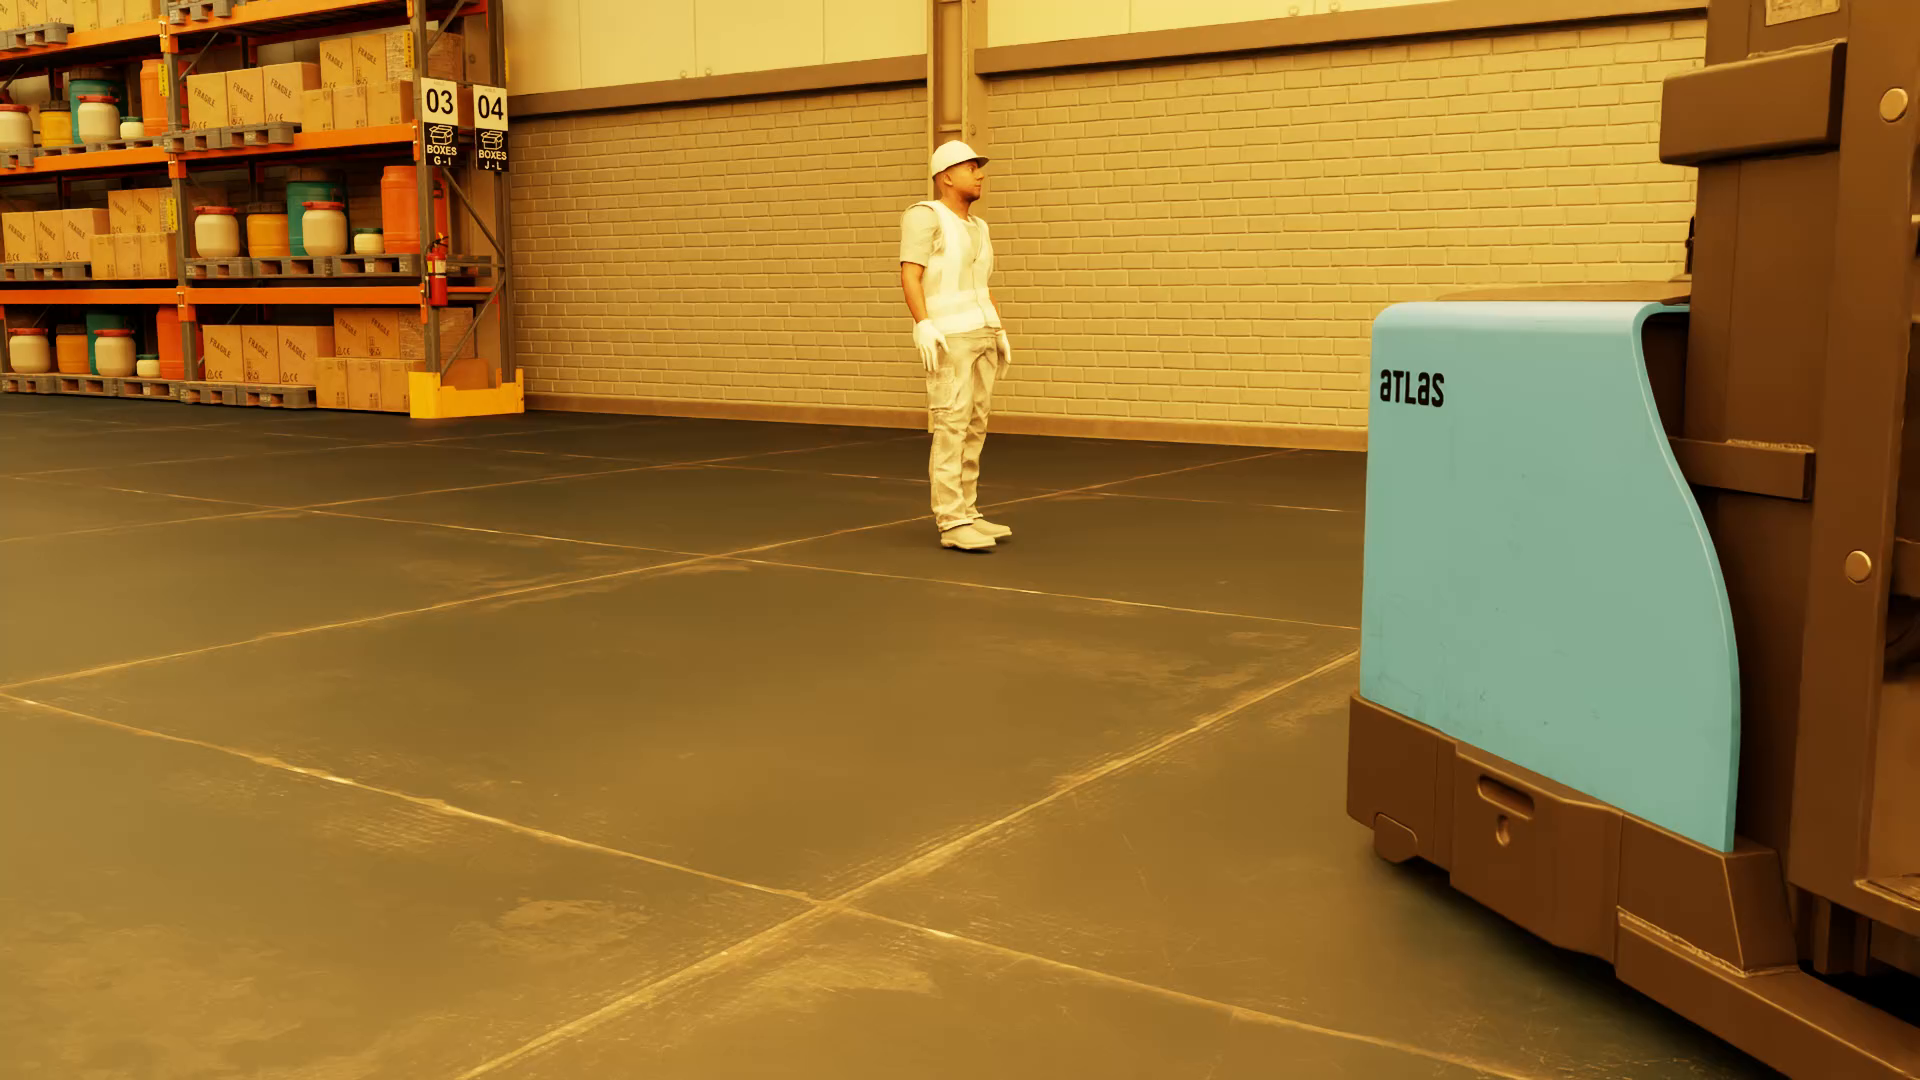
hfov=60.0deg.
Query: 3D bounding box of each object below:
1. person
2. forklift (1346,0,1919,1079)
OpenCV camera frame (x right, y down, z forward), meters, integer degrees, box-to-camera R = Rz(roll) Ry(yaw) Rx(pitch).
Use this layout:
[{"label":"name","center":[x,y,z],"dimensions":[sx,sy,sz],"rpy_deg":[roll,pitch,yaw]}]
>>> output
[{"label":"person","center":[0.054,-0.883,7.430],"dimensions":[0.577,1.782,0.656],"rpy_deg":[5,10,34]},{"label":"forklift","center":[1.686,-0.666,1.875],"dimensions":[1.130,2.935,3.031],"rpy_deg":[-2,8,-17]}]
